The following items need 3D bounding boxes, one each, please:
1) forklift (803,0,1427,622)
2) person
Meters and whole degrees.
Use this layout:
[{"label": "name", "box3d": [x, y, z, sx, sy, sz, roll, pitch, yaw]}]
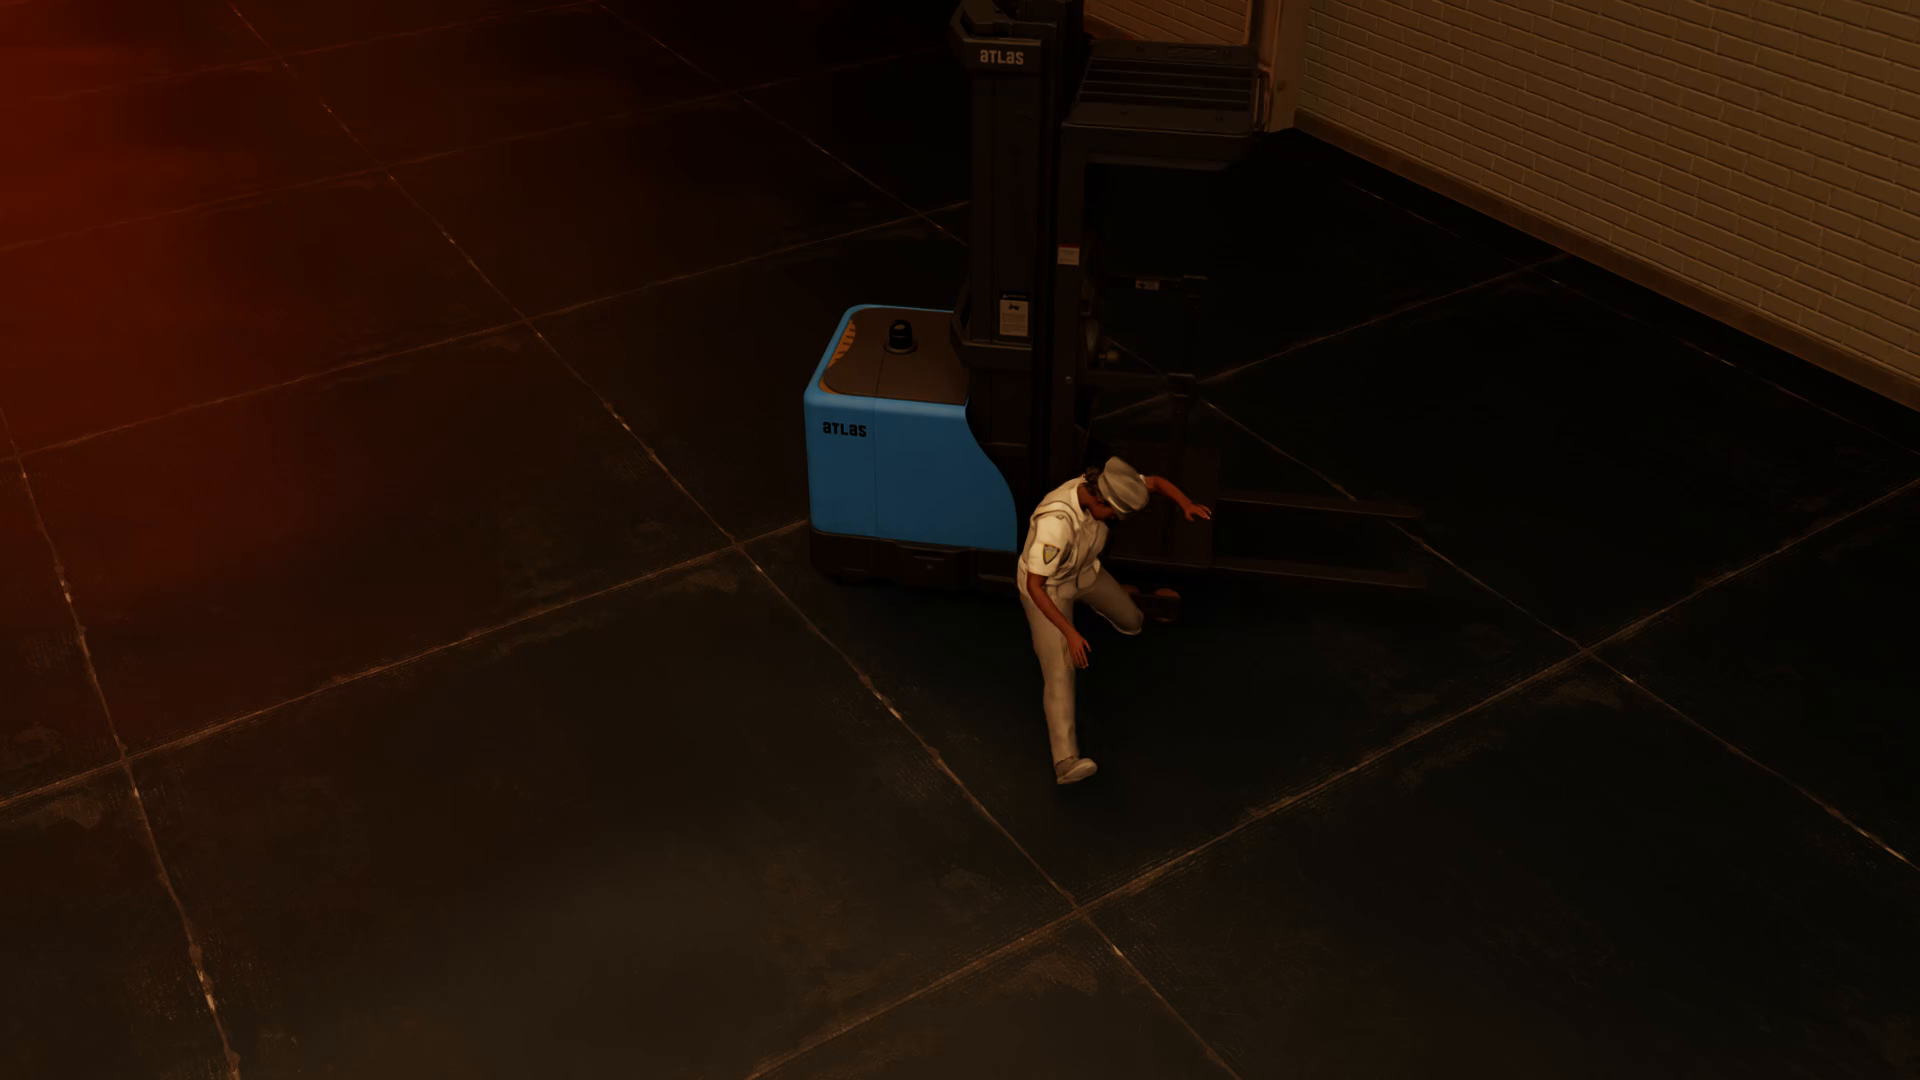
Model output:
[{"label": "forklift", "box3d": [0.810, -1.130, 7.756, 3.031, 2.935, 1.130, 6, 36, 8]}, {"label": "person", "box3d": [0.610, 0.211, 7.230, 1.120, 1.291, 1.009, -25, 42, -31]}]
